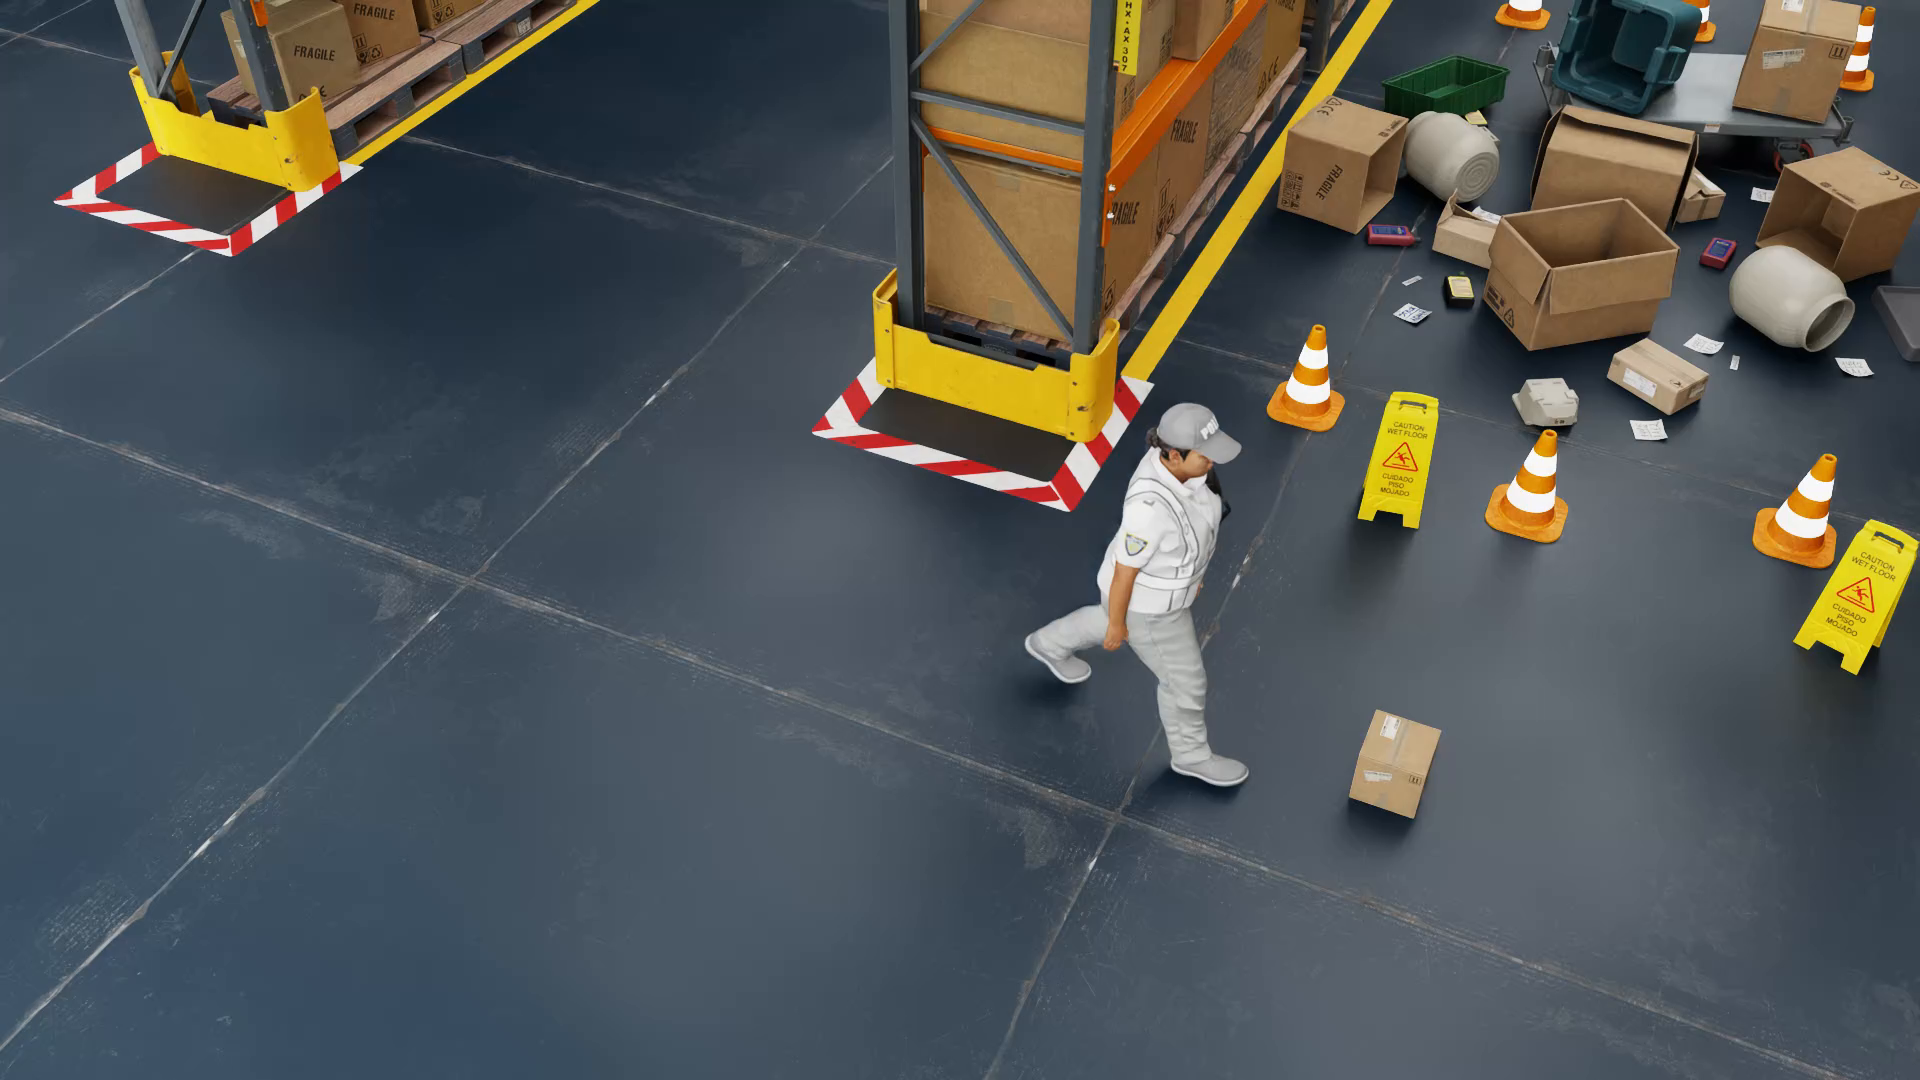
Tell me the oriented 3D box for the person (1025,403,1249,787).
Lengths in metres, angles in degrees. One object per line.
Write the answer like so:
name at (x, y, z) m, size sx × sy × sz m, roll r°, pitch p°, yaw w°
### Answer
person at (0.668, 0.145, 6.007) m, size 0.991 × 1.618 × 0.496 m, roll 14°, pitch 44°, yaw 15°
